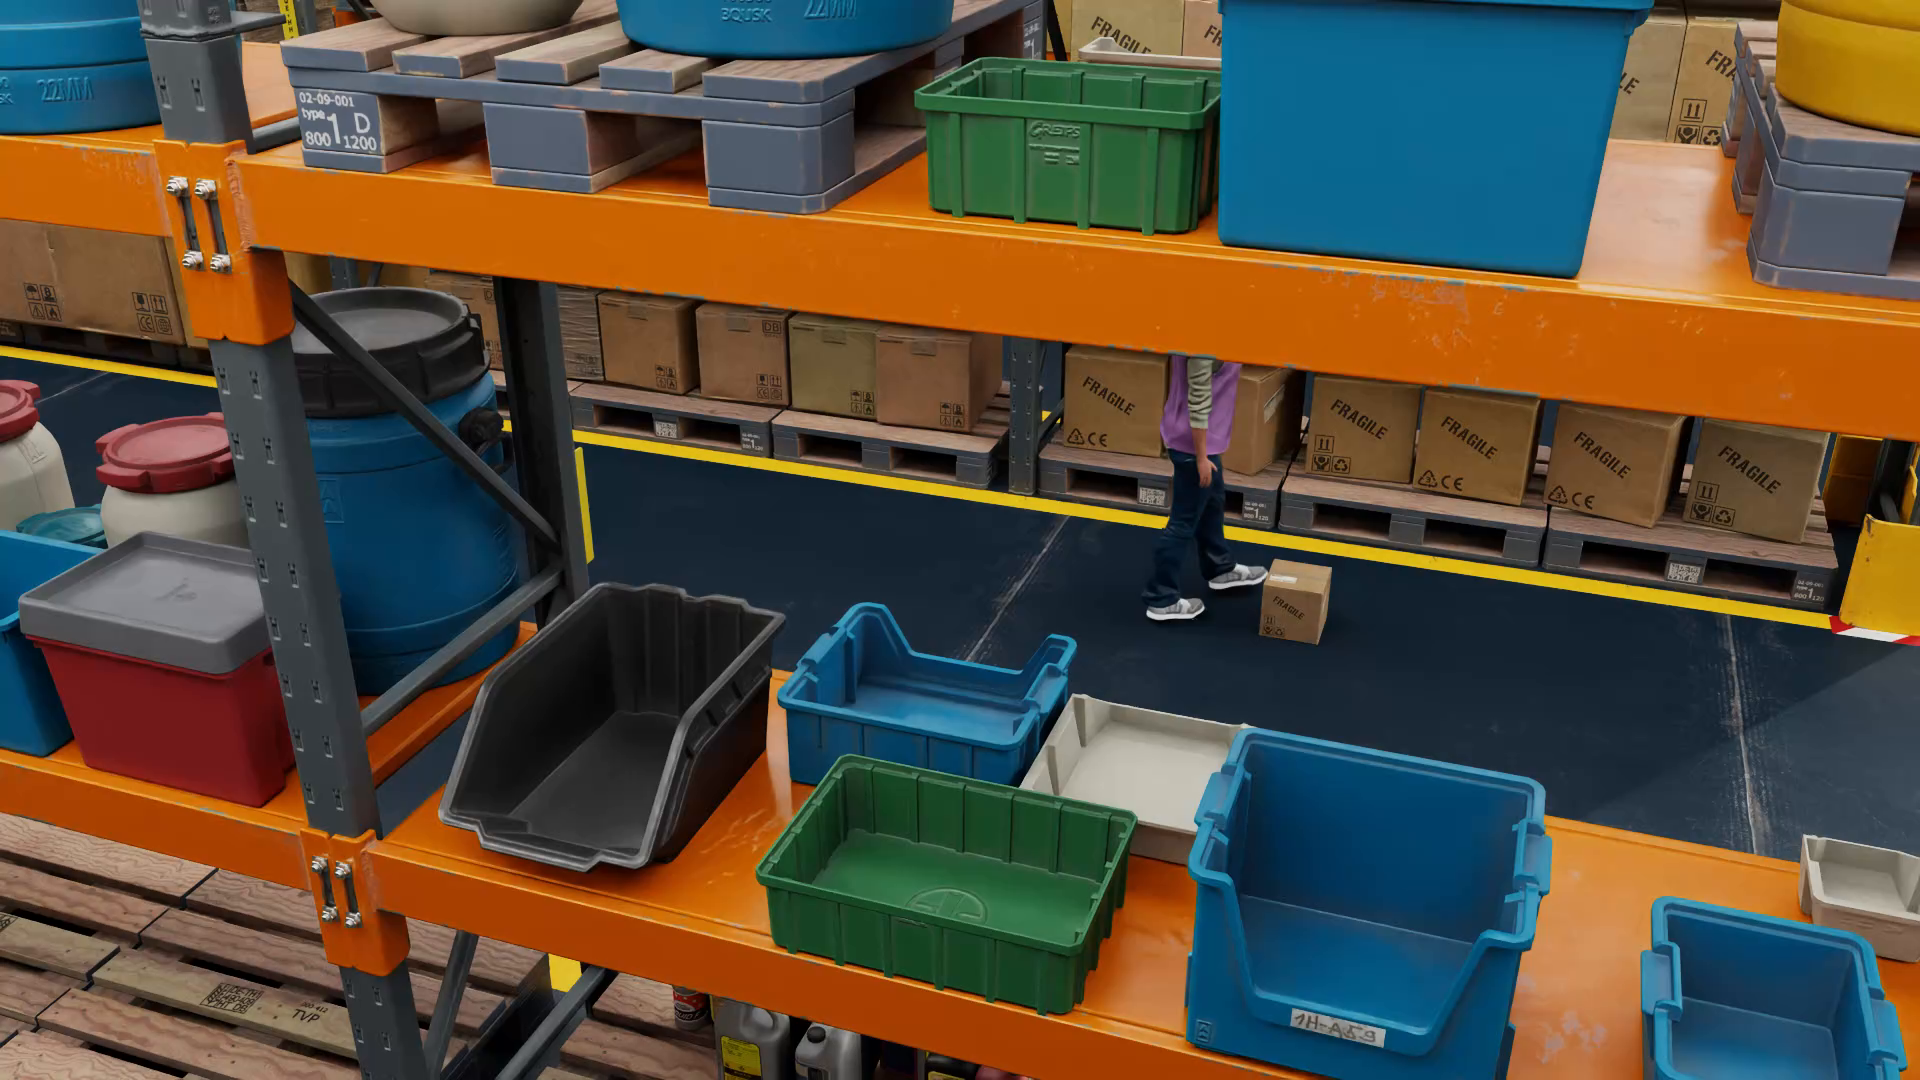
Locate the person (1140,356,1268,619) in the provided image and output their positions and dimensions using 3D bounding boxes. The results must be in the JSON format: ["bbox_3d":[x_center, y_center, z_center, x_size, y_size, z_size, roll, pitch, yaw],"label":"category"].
[{"bbox_3d":[1.080,-0.414,6.957,0.608,1.598,0.434,-1,26,-1],"label":"person"}]
